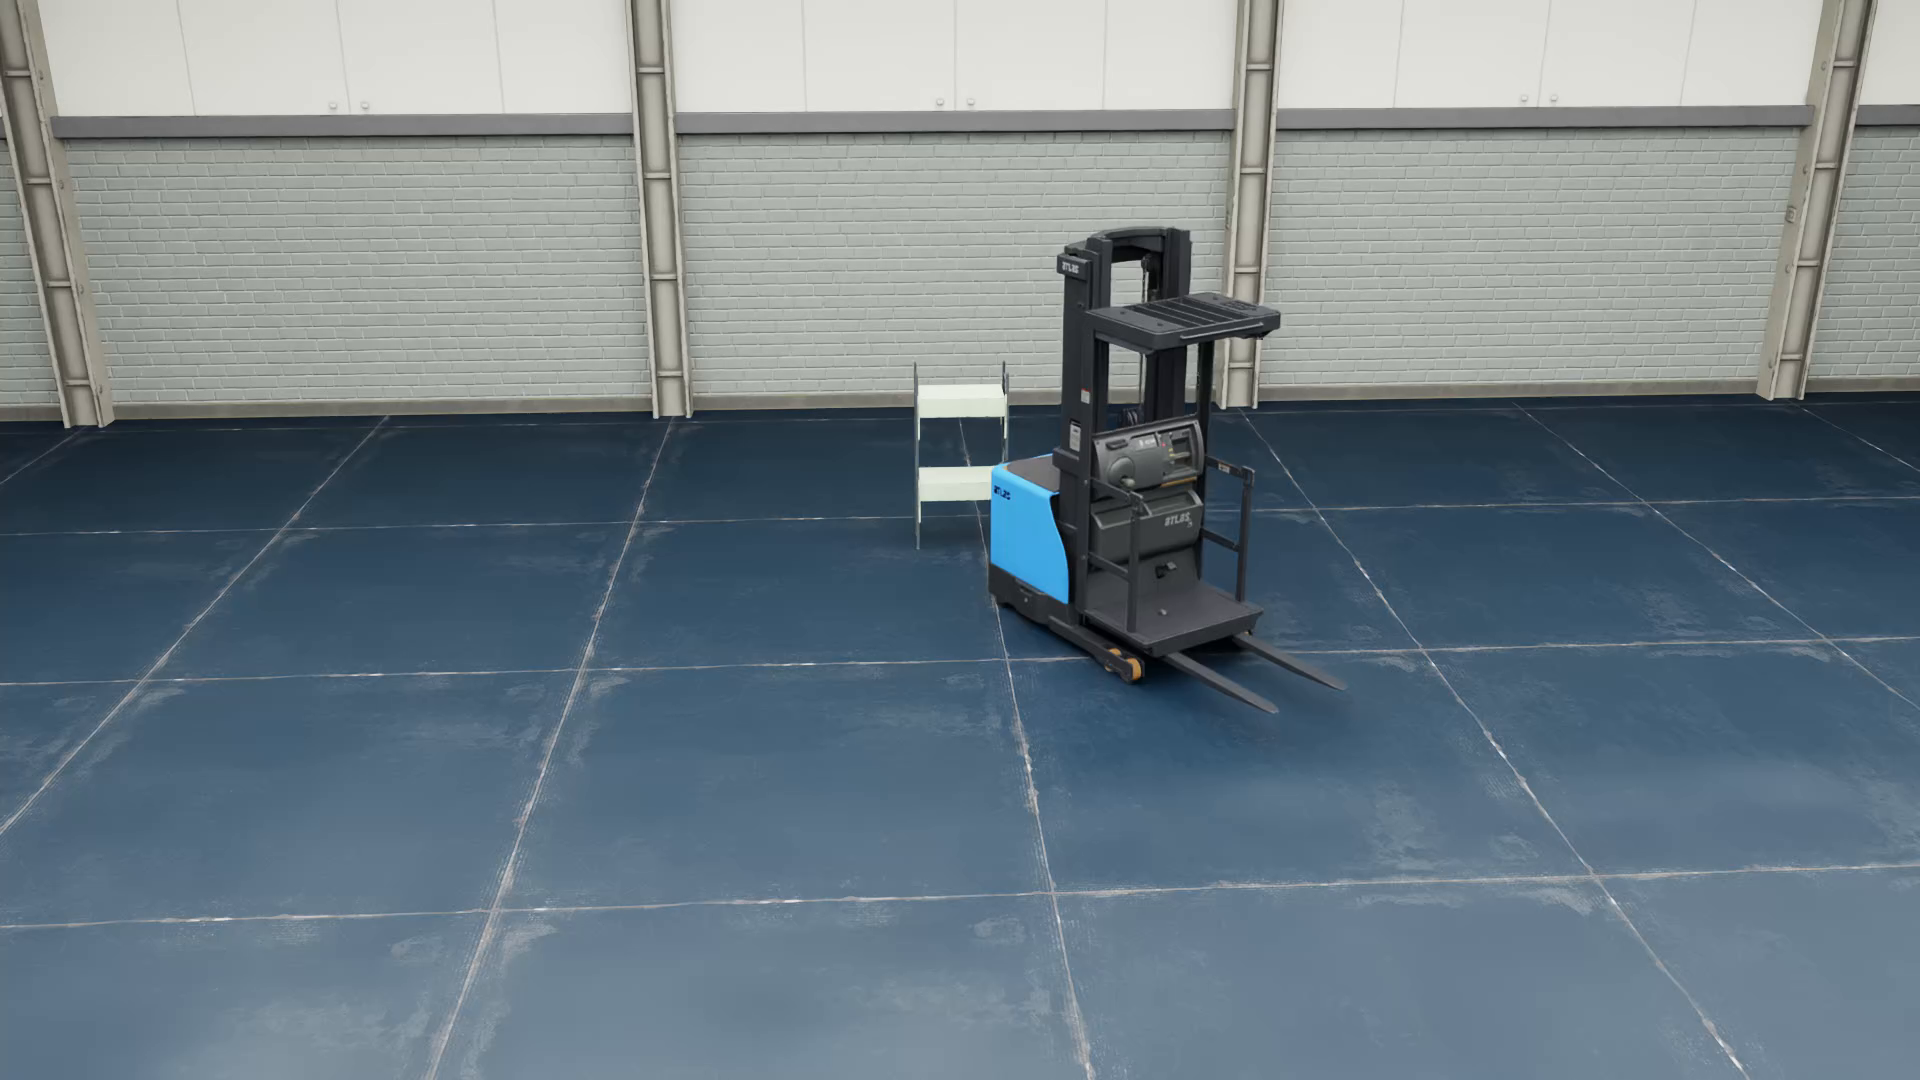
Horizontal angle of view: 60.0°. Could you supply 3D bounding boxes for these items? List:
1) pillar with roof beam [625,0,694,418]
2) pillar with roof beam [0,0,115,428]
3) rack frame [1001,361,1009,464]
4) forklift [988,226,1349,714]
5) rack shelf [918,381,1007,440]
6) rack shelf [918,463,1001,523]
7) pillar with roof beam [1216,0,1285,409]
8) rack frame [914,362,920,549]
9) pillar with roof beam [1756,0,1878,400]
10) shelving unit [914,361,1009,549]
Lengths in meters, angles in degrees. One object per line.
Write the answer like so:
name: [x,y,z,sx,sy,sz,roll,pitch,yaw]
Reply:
pillar with roof beam: [-2.776,-4.009,11.934,0.400,9.000,9.100,-1,21,-3]
pillar with roof beam: [-8.766,-3.887,11.614,0.400,9.000,9.100,-1,21,-3]
rack frame: [0.372,-0.708,13.805,0.023,1.500,0.400,-1,21,-3]
forklift: [1.442,-0.580,11.456,1.130,2.935,3.031,-13,24,-31]
rack shelf: [0.007,-1.066,13.647,0.720,0.370,0.431,-1,21,-3]
rack shelf: [0.007,-0.396,13.902,0.720,0.370,0.431,-1,21,-3]
pillar with roof beam: [3.214,-4.130,12.254,0.400,9.000,9.100,-1,21,-3]
rack frame: [-0.359,-0.694,13.766,0.023,1.500,0.400,-1,21,-3]
pillar with roof beam: [9.204,-4.252,12.574,0.400,9.000,9.100,-1,21,-3]
shelving unit: [0.007,-0.701,13.786,0.755,1.500,0.431,-1,21,-3]
